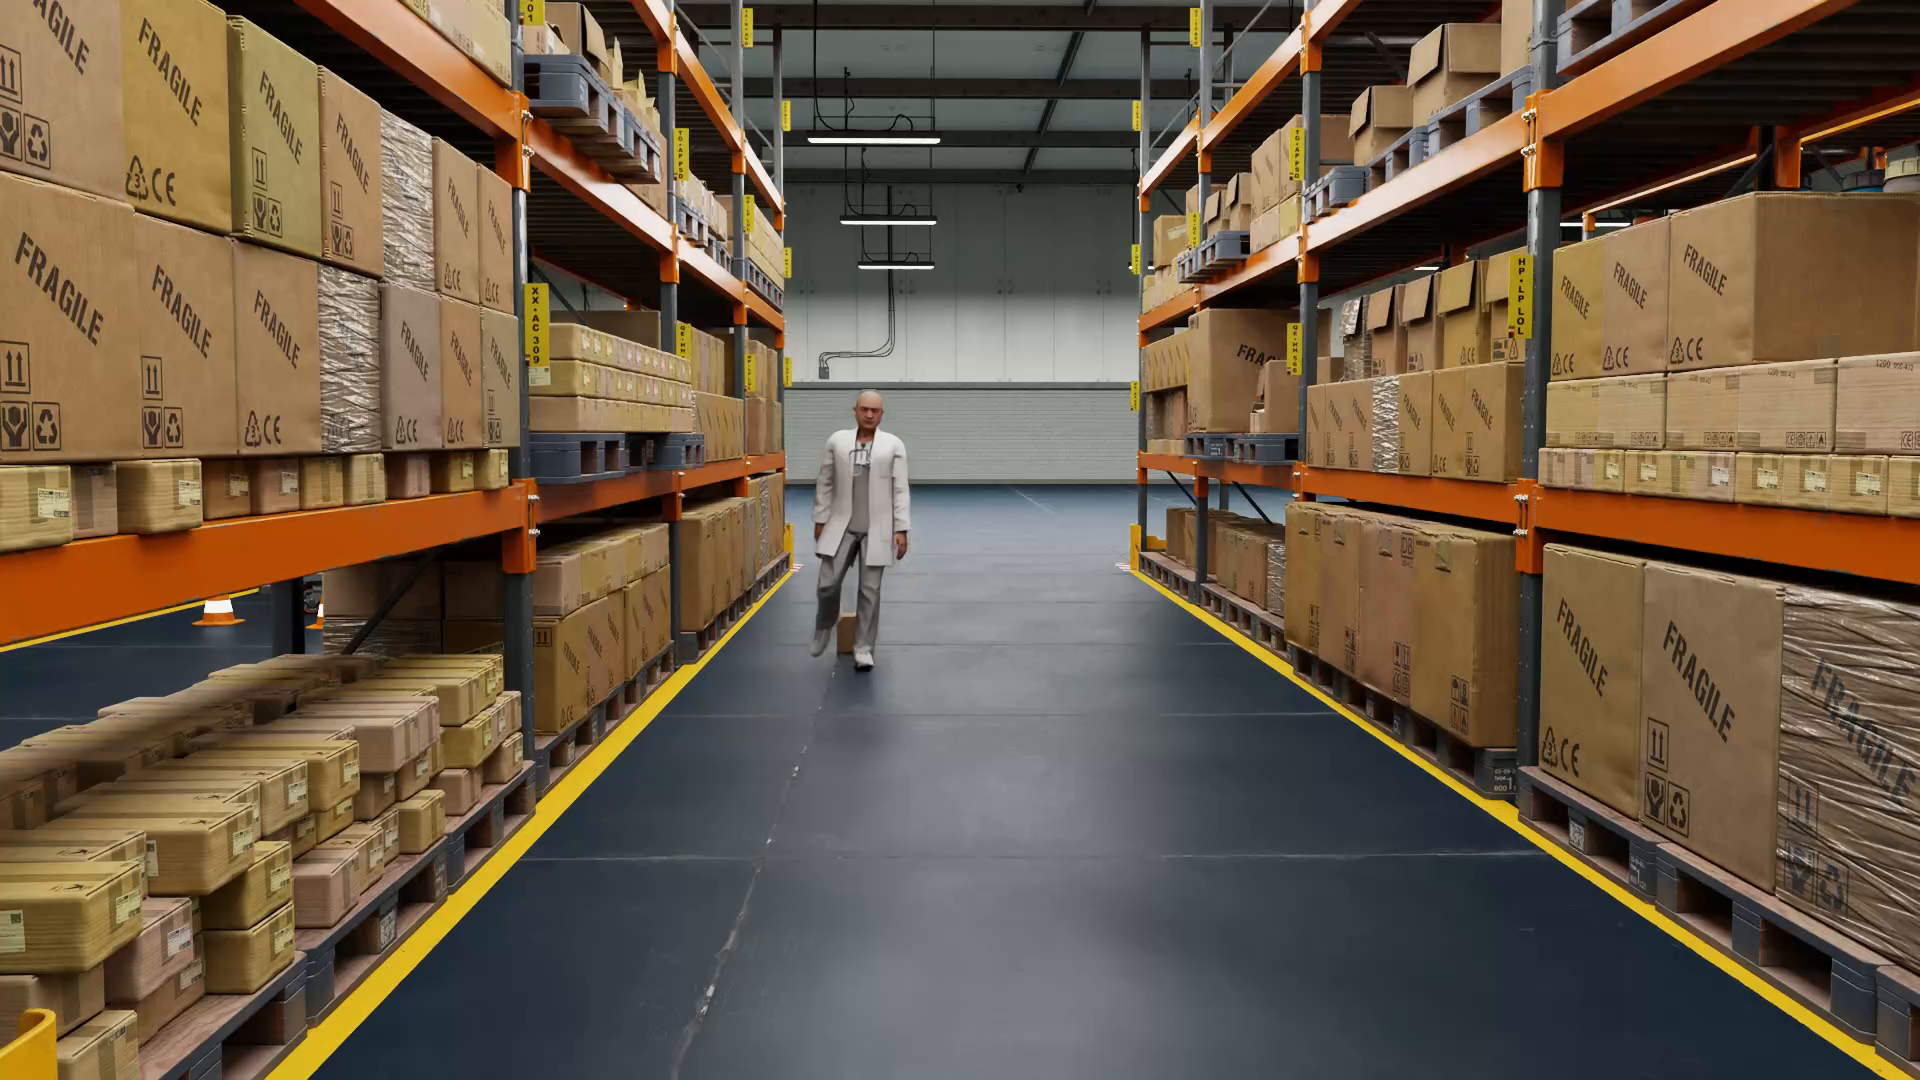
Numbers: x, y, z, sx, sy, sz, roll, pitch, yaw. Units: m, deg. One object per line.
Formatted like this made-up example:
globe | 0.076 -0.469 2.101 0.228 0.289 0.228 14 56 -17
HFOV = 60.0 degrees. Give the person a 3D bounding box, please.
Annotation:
person | -0.649 -0.070 10.740 0.677 1.770 0.594 0 4 -1
